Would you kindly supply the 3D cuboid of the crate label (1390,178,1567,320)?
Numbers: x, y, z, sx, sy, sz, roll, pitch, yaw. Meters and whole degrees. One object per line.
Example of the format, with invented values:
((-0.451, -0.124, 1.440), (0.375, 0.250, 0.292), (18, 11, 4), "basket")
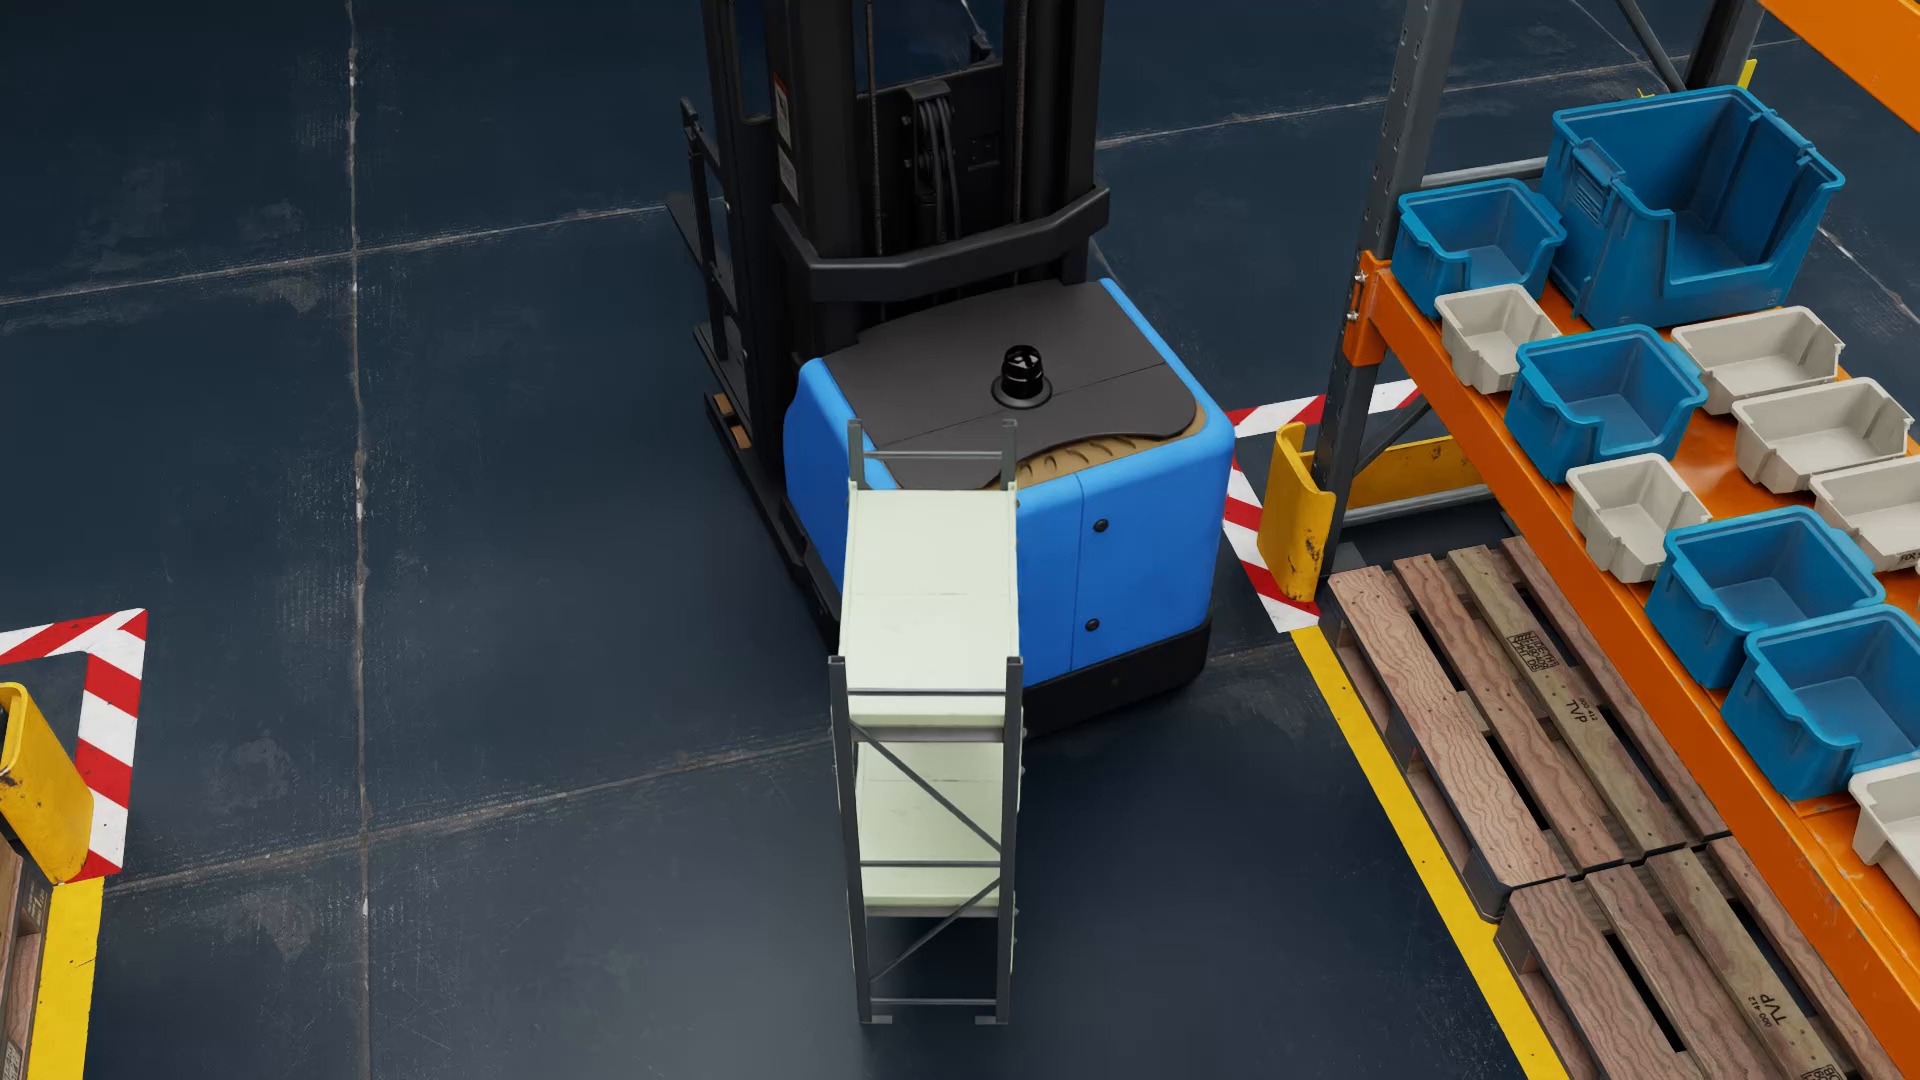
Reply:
((1.381, -0.773, 4.483), (0.416, 0.233, 0.303), (-11, 47, -10), "crate label")

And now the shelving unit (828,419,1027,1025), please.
((-0.068, 0.510, 4.200), (0.431, 1.500, 0.755), (0, 46, 0), "shelving unit")

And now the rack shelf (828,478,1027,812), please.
((-0.068, 0.236, 3.922), (0.431, 0.370, 0.720), (0, 46, 0), "rack shelf")

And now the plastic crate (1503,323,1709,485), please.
((1.550, -0.319, 4.038), (0.416, 0.233, 0.300), (-11, 47, -10), "plastic crate")

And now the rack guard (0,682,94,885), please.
((-3.134, 0.789, 4.627), (1.175, 0.500, 0.348), (-11, 47, -10), "rack guard")

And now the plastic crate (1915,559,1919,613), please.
((2.269, 0.151, 3.644), (0.298, 0.136, 0.250), (-11, 47, -10), "plastic crate")

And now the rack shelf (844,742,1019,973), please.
((-0.068, 0.738, 4.433), (0.431, 0.370, 0.720), (0, 46, 0), "rack shelf")

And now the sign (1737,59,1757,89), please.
((2.164, -1.211, 4.722), (0.100, 0.325, 0.005), (-11, 47, -10), "sign")

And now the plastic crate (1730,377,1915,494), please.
((2.080, -0.238, 4.025), (0.396, 0.136, 0.243), (-11, 47, -10), "plastic crate")

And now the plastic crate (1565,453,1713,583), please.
((1.557, -0.035, 3.827), (0.250, 0.136, 0.298), (-11, 47, -10), "plastic crate")

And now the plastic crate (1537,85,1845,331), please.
((1.903, -0.878, 4.443), (0.616, 0.435, 0.499), (-11, 47, -10), "plastic crate")

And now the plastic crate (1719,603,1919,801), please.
((1.795, 0.343, 3.389), (0.416, 0.233, 0.300), (-11, 47, -10), "plastic crate")

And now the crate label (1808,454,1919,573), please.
((2.175, -0.050, 3.841), (0.396, 0.136, 0.243), (-11, 47, -10), "crate label")

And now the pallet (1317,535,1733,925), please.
((1.810, 0.511, 5.102), (1.003, 0.211, 1.213), (-11, 47, -10), "pallet")

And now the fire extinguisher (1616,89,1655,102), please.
((2.037, -1.071, 5.015), (0.296, 0.674, 0.183), (-11, 47, -10), "fire extinguisher")

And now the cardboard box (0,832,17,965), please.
((-2.776, 0.913, 4.197), (0.500, 0.500, 0.500), (-11, 47, -10), "cardboard box")

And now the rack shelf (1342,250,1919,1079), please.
((2.148, 0.591, 3.574), (1.077, 0.370, 4.000), (-11, 47, -10), "rack shelf")

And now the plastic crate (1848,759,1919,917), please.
((1.924, 0.644, 3.161), (0.293, 0.136, 0.466), (-11, 47, -10), "plastic crate")

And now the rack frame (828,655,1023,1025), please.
((-0.070, 0.771, 3.944), (0.400, 1.500, 0.023), (0, 46, 0), "rack frame")

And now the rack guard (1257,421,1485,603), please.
((1.618, -0.181, 5.577), (1.175, 0.500, 0.348), (-11, 47, -10), "rack guard")

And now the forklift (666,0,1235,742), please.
((-0.283, -1.397, 5.067), (1.130, 2.935, 3.031), (-18, 48, -17), "forklift")

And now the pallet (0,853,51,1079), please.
((-2.929, 1.440, 4.191), (1.003, 0.211, 1.213), (-11, 47, -10), "pallet")

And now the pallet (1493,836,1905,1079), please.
((2.119, 1.351, 4.278), (1.003, 0.211, 1.213), (-11, 47, -10), "pallet")

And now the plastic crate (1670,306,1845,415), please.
((2.020, -0.440, 4.224), (0.396, 0.136, 0.243), (-11, 47, -10), "plastic crate")

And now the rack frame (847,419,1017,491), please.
((-0.066, 0.248, 4.457), (0.400, 1.500, 0.023), (0, 46, 0), "rack frame")

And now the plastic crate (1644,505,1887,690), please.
((1.718, 0.136, 3.592), (0.416, 0.233, 0.300), (-11, 47, -10), "plastic crate")

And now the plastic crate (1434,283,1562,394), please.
((1.383, -0.503, 4.285), (0.250, 0.136, 0.298), (-11, 47, -10), "plastic crate")

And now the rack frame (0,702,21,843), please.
((-3.153, -0.139, 3.786), (1.000, 3.000, 0.127), (-11, 47, -10), "rack frame")

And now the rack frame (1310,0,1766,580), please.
((1.636, -1.042, 4.671), (1.000, 3.000, 0.127), (-11, 47, -10), "rack frame")
